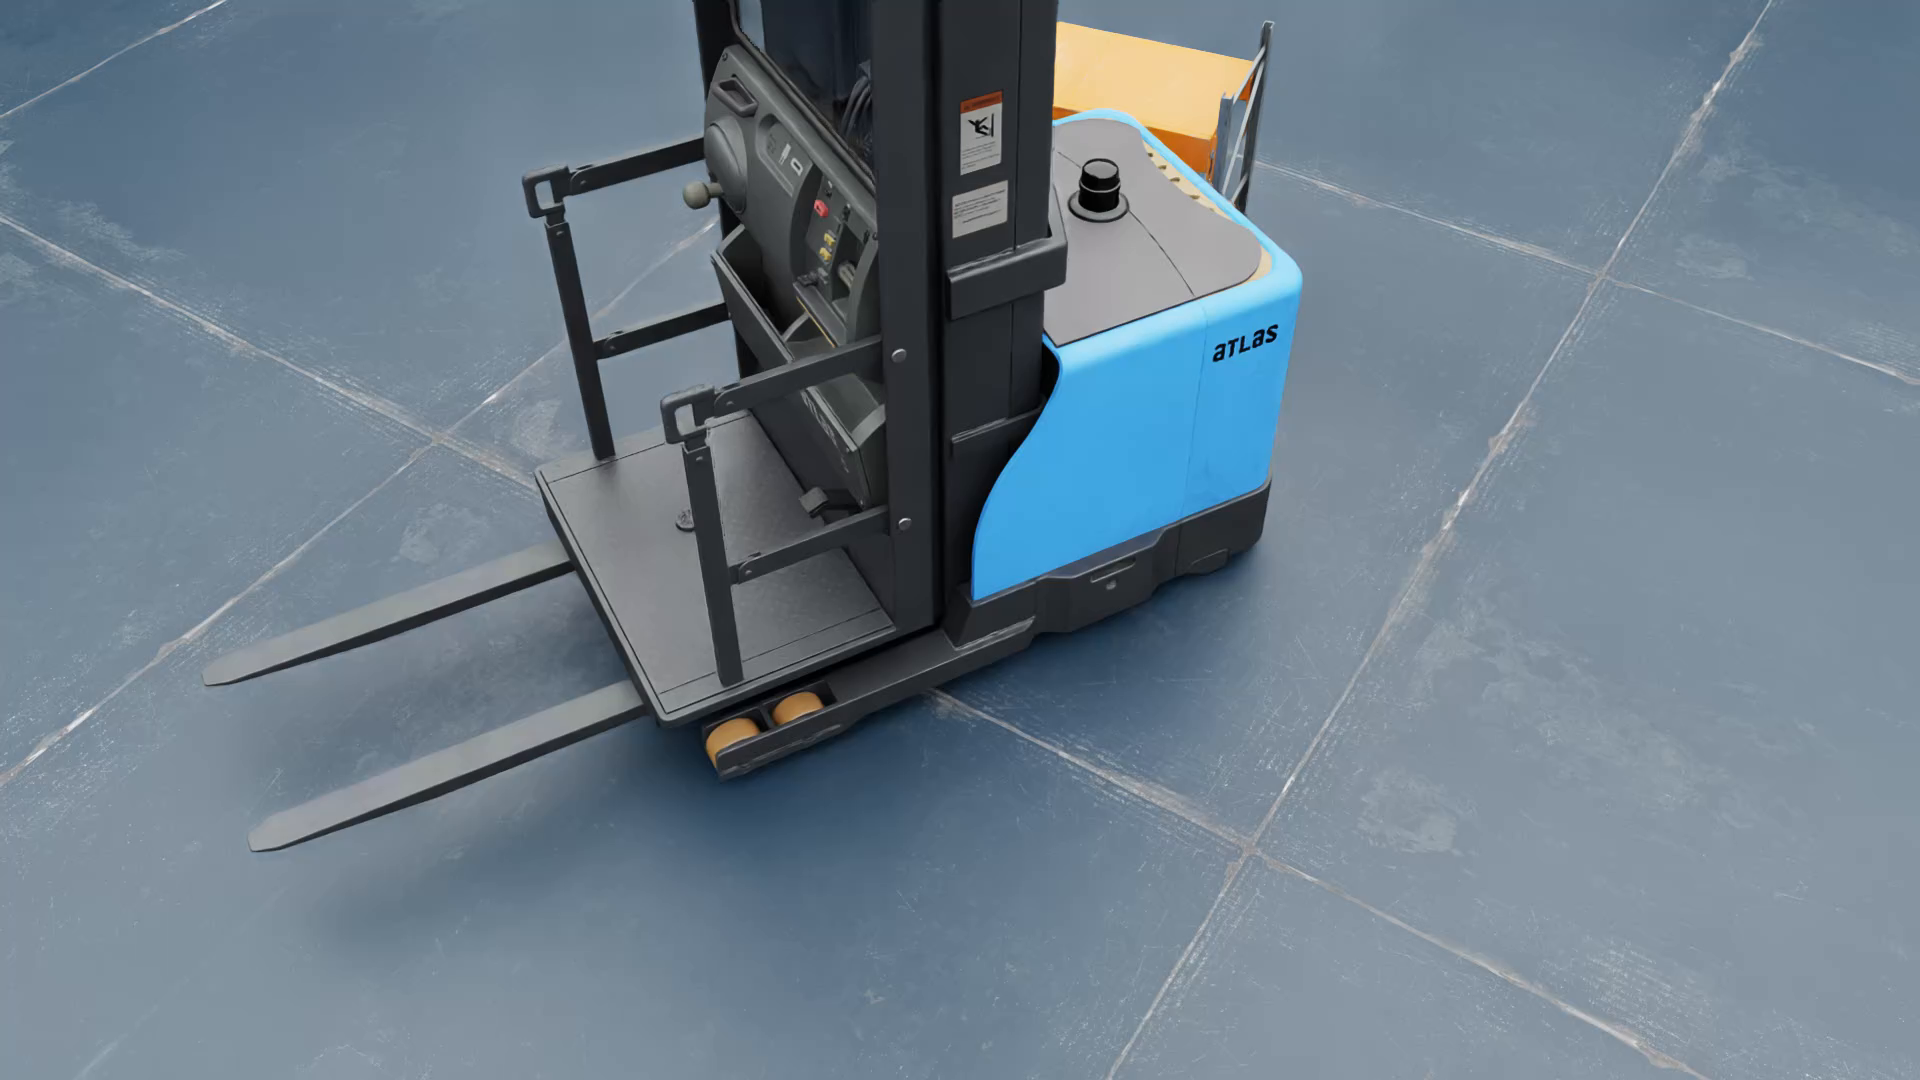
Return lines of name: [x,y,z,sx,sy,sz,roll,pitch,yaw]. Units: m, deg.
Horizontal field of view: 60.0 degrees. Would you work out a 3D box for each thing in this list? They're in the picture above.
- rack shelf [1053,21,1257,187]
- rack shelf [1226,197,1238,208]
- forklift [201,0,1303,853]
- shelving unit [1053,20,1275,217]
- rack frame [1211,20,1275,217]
rack shelf: [0.420,-1.436,5.453,1.000,0.278,0.538,17,48,16]
rack shelf: [0.420,-1.062,5.838,1.000,0.278,0.538,17,48,16]
forklift: [-0.602,-0.804,3.987,3.031,2.935,1.130,-21,49,-19]
shelving unit: [0.420,-1.232,5.663,1.048,1.125,0.538,17,48,16]
rack frame: [0.889,-1.091,5.526,0.032,1.125,0.500,17,48,16]
